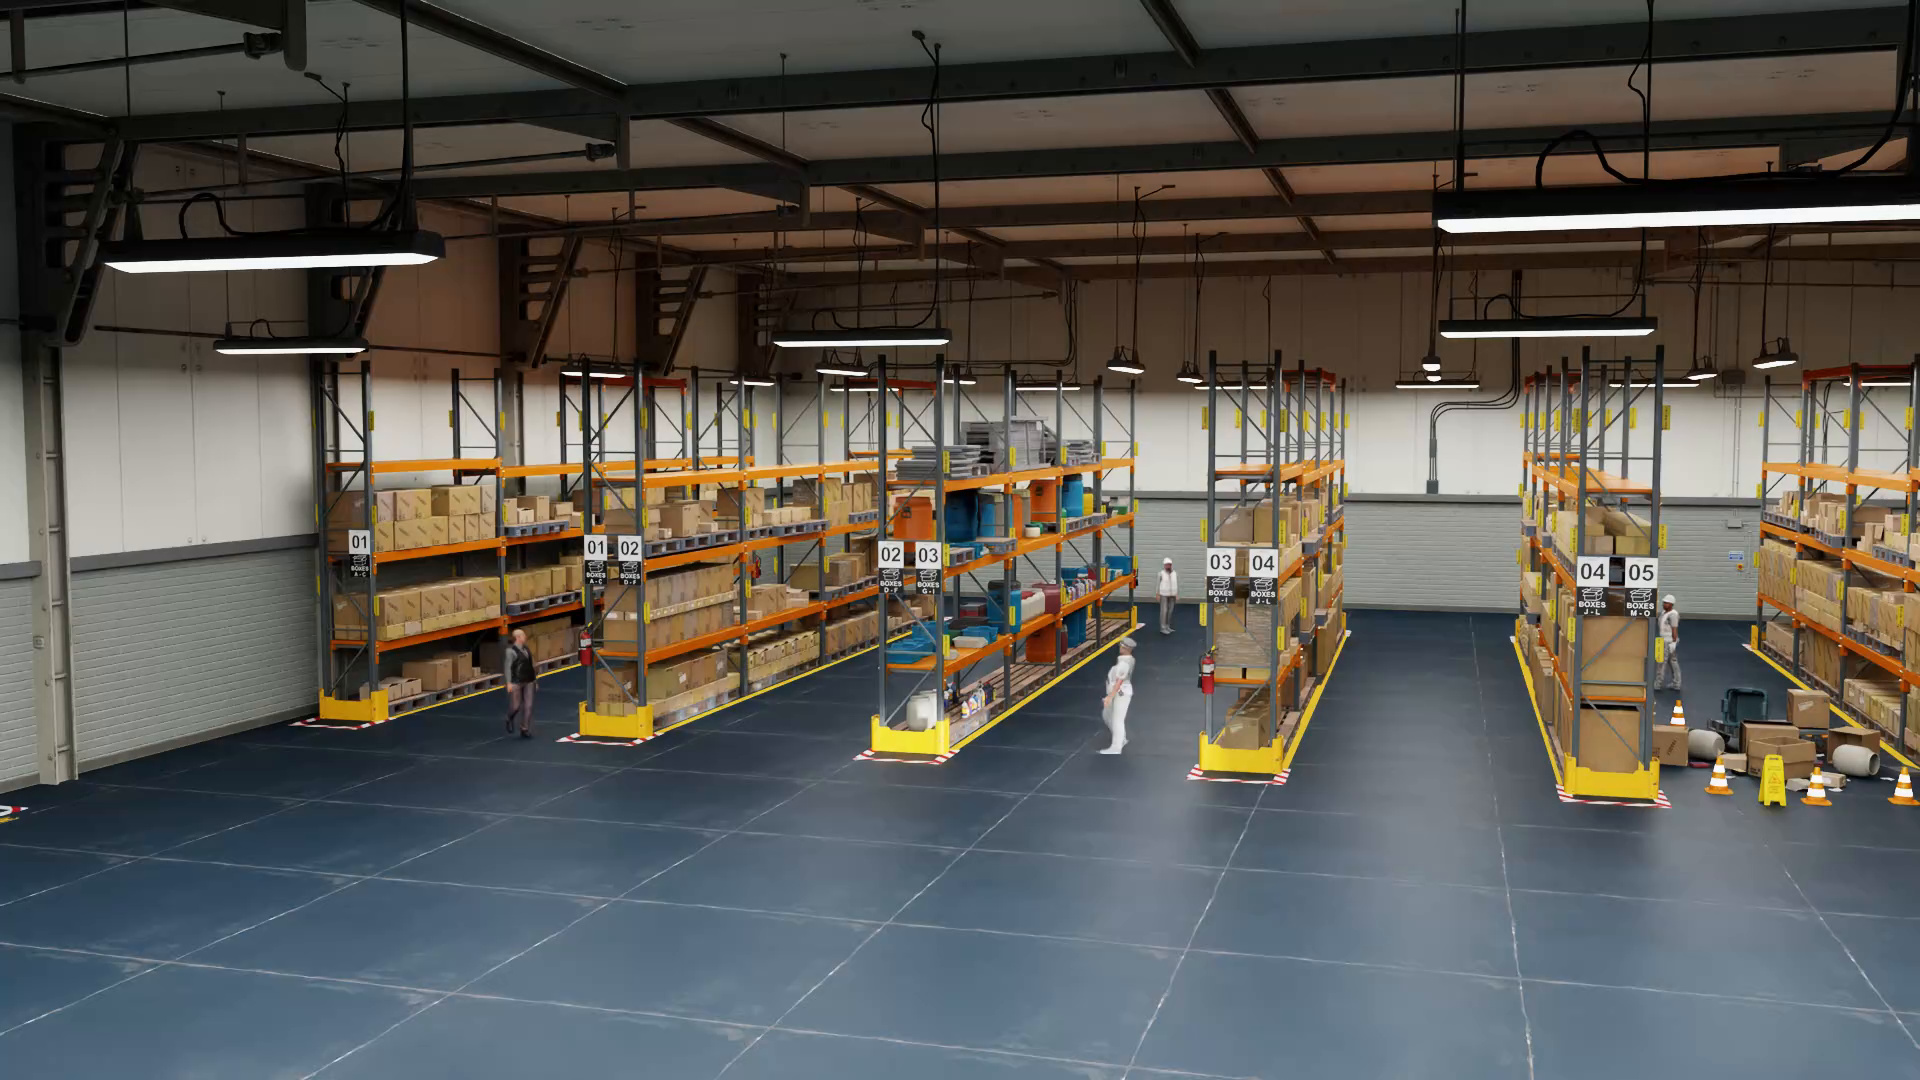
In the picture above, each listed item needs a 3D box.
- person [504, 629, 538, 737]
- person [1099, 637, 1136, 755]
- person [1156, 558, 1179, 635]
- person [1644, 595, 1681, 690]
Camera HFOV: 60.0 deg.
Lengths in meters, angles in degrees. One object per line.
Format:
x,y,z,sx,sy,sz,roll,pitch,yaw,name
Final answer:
-6.987,2.261,26.360,0.556,1.703,0.553,-3,5,-34,person
2.362,2.352,24.958,0.547,1.808,0.581,0,4,-3,person
4.943,1.318,39.340,0.570,1.789,0.584,-2,4,-22,person
13.129,1.903,31.031,0.637,1.775,0.595,2,5,30,person
